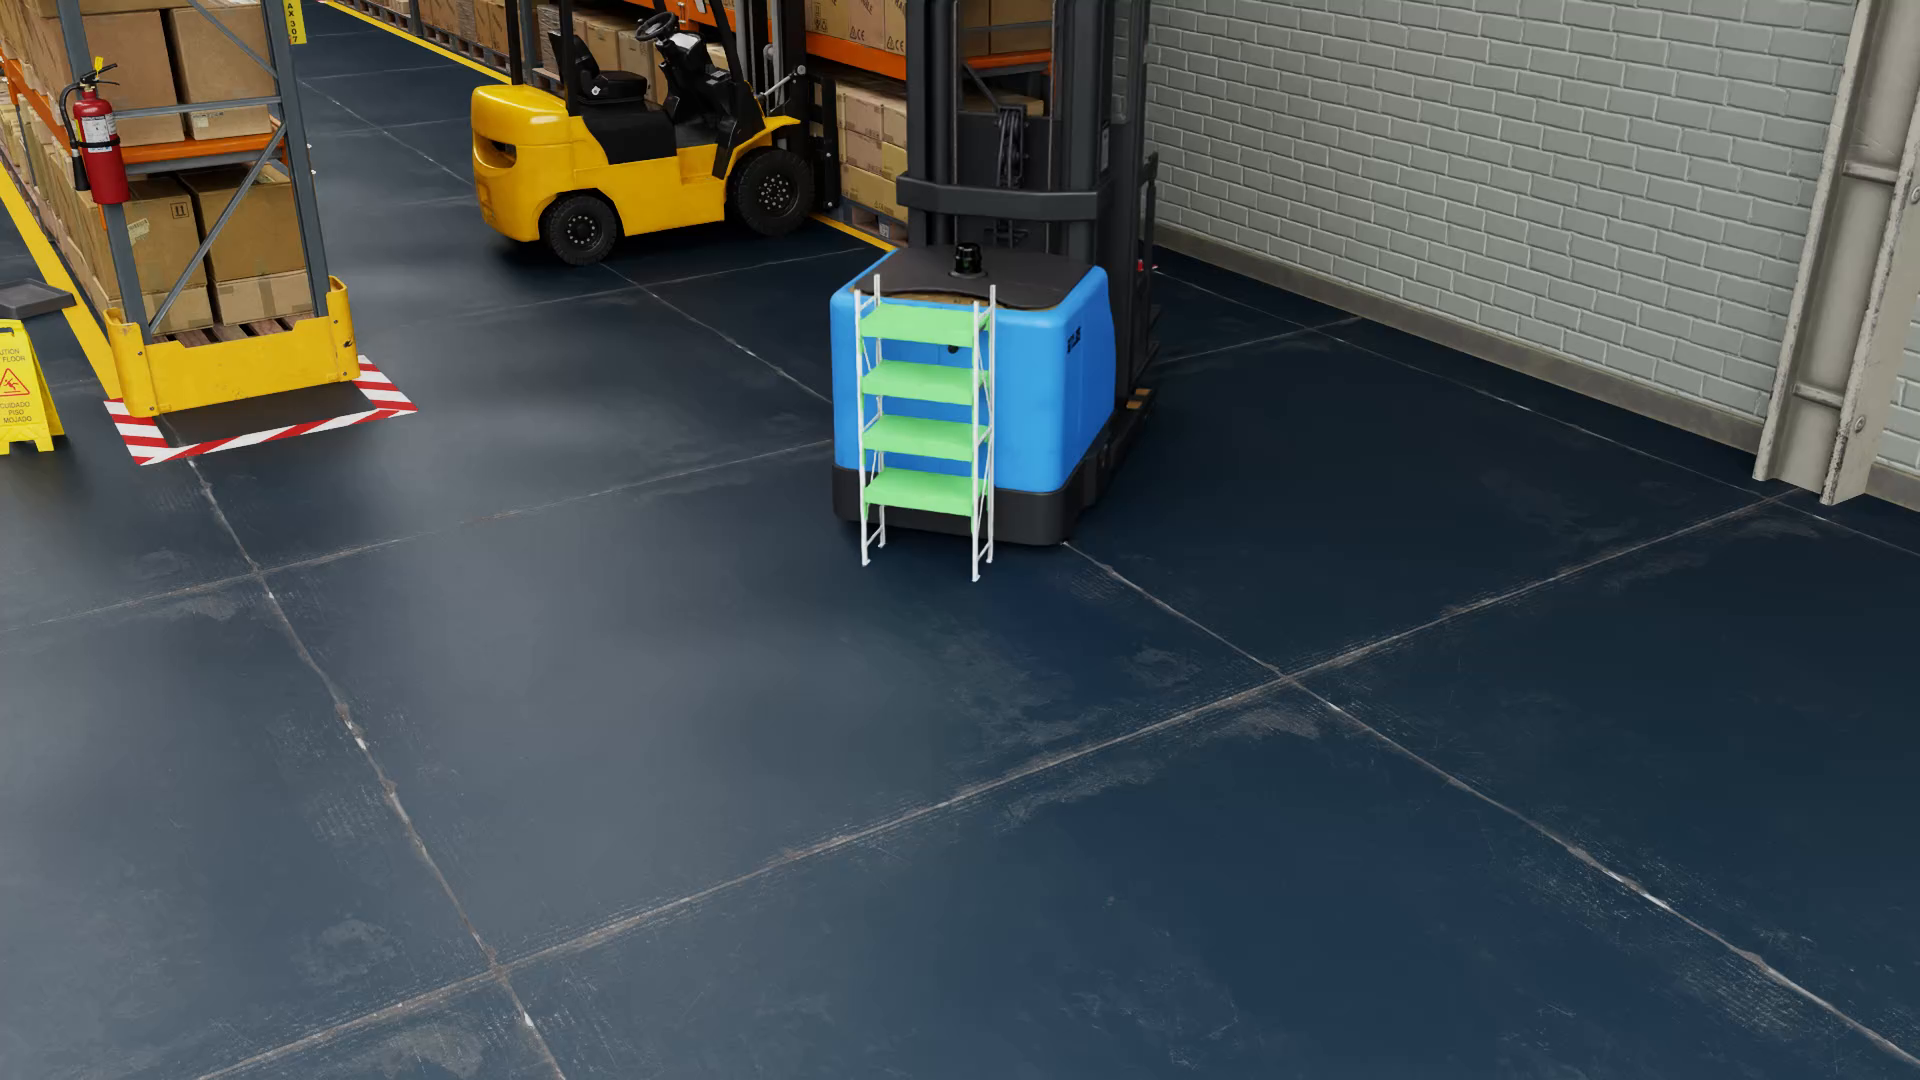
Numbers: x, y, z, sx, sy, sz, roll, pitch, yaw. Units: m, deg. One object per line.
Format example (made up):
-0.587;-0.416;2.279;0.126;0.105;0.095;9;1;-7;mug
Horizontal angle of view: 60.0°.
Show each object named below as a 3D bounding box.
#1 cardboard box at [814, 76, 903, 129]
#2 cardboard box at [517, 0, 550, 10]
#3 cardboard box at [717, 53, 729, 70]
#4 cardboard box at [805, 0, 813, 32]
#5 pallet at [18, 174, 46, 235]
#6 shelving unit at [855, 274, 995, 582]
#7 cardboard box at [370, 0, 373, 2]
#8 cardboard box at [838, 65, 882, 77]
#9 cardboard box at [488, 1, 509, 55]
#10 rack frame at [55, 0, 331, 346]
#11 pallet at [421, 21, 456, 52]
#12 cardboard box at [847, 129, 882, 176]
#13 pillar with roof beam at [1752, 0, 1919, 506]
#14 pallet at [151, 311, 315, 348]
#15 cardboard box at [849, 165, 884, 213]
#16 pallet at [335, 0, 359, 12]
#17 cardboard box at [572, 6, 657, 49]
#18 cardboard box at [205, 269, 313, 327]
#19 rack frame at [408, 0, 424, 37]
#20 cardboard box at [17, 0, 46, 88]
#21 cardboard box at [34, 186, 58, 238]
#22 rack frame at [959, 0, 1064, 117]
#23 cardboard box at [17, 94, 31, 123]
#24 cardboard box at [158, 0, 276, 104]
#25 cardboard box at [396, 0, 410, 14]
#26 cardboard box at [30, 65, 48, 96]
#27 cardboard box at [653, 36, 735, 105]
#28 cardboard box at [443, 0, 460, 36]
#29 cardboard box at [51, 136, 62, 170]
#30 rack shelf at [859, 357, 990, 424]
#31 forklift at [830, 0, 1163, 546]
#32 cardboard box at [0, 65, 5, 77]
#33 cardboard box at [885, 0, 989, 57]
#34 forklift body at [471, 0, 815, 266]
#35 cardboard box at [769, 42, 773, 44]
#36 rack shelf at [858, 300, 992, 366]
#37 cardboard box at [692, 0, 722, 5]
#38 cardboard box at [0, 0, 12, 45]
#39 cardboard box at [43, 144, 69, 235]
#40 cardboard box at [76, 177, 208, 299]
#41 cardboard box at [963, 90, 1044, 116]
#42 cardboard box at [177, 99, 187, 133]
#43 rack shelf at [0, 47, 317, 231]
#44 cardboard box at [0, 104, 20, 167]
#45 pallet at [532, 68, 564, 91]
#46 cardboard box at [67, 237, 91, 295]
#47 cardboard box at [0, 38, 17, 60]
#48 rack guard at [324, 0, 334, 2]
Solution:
-0.745;-3.155;11.978;0.500;0.250;0.500;-15;29;-29;cardboard box
-4.514;-5.637;17.354;0.380;0.149;0.250;-17;30;-32;cardboard box
-1.576;-3.703;13.139;0.500;0.250;0.500;-15;29;-29;cardboard box
-0.992;-4.014;12.121;0.500;0.500;0.500;-15;29;-29;cardboard box
-6.431;-2.595;12.500;1.003;0.211;1.213;-16;29;-30;pallet
-0.136;-0.449;6.796;0.503;1.200;0.258;8;26;16;shelving unit
-7.506;-7.320;21.678;0.500;0.500;0.500;-15;29;-29;cardboard box
-0.582;-3.464;12.632;0.500;0.250;0.500;-16;30;-31;cardboard box
-4.707;-5.509;17.842;0.500;0.500;0.500;-16;30;-30;cardboard box
-3.821;-2.147;8.285;1.000;3.000;0.127;-16;29;-30;rack frame
-5.740;-6.054;19.828;1.003;0.211;1.213;-16;29;-30;pallet
-0.457;-2.761;11.728;0.500;0.250;0.500;-16;30;-30;cardboard box
0.379;-3.328;3.759;9.100;9.000;0.400;-16;29;-30;pillar with roof beam
-4.277;-1.212;9.571;1.003;0.211;1.213;-16;29;-30;pallet
-0.449;-2.526;11.817;0.500;0.250;0.500;-16;29;-30;cardboard box
-7.921;-7.455;22.795;1.003;0.211;1.213;-16;29;-30;pallet
-3.339;-4.825;16.246;0.875;0.625;0.625;-14;29;-28;cardboard box
-4.030;-1.447;9.530;0.500;0.250;0.500;-16;30;-30;cardboard box
-6.215;-7.597;19.830;1.000;3.000;0.127;-16;29;-30;rack frame
-4.888;-2.817;9.238;0.500;0.500;0.500;-16;29;-30;cardboard box
-5.909;-2.251;11.233;0.500;0.250;0.500;-17;30;-32;cardboard box
0.336;-3.305;10.738;1.000;3.000;0.127;-16;29;-30;rack frame
-5.891;-2.824;10.810;0.380;0.149;0.250;-15;29;-29;cardboard box
-3.848;-2.561;8.696;0.500;0.500;0.500;-16;30;-30;cardboard box
-6.766;-6.629;20.626;0.380;0.149;0.250;-17;30;-31;cardboard box
-5.250;-2.734;9.821;0.380;0.149;0.250;-16;29;-30;cardboard box
-2.142;-4.036;14.576;0.875;0.625;0.625;-14;29;-27;cardboard box
-5.572;-6.064;19.018;0.500;0.500;0.500;-17;30;-31;cardboard box
-5.011;-2.253;9.599;0.380;0.149;0.250;-14;29;-27;cardboard box
-0.136;-0.609;6.721;0.480;0.148;0.258;8;26;16;rack shelf
0.377;-1.907;7.857;1.130;2.935;3.031;8;26;16;forklift
-8.496;-4.504;15.275;0.875;0.875;0.875;-16;30;-30;cardboard box
-0.153;-3.465;10.960;0.500;0.500;0.500;-16;30;-31;cardboard box
-2.228;-3.175;11.455;2.313;2.155;1.214;-16;29;-30;forklift body
-1.417;-4.004;13.775;0.500;0.250;0.500;-15;29;-29;cardboard box
-0.136;-0.826;6.619;0.480;0.148;0.258;8;26;16;rack shelf
-1.825;-4.562;13.282;0.500;0.500;0.500;-16;30;-31;cardboard box
-5.705;-3.361;10.391;0.500;0.500;0.500;-16;29;-30;cardboard box
-5.325;-2.215;10.279;0.500;0.500;0.500;-14;29;-27;cardboard box
-4.477;-1.659;9.100;0.500;0.500;0.500;-15;29;-29;cardboard box
0.232;-2.920;11.480;0.500;0.250;0.500;-16;30;-30;cardboard box
-3.983;-2.290;8.882;0.380;0.149;0.250;-15;29;-29;cardboard box
-4.913;-2.537;9.954;1.077;0.370;4.000;-16;29;-30;rack shelf
-7.070;-3.271;13.252;0.950;0.372;0.625;-14;29;-28;cardboard box
-3.615;-4.602;16.752;1.003;0.211;1.213;-16;29;-30;pallet
-5.054;-1.693;10.052;0.500;0.250;0.500;-17;30;-31;cardboard box
-6.102;-3.277;10.972;0.380;0.149;0.250;-16;29;-30;cardboard box
-8.357;-7.871;23.337;1.175;0.500;0.348;-16;29;-30;rack guard
